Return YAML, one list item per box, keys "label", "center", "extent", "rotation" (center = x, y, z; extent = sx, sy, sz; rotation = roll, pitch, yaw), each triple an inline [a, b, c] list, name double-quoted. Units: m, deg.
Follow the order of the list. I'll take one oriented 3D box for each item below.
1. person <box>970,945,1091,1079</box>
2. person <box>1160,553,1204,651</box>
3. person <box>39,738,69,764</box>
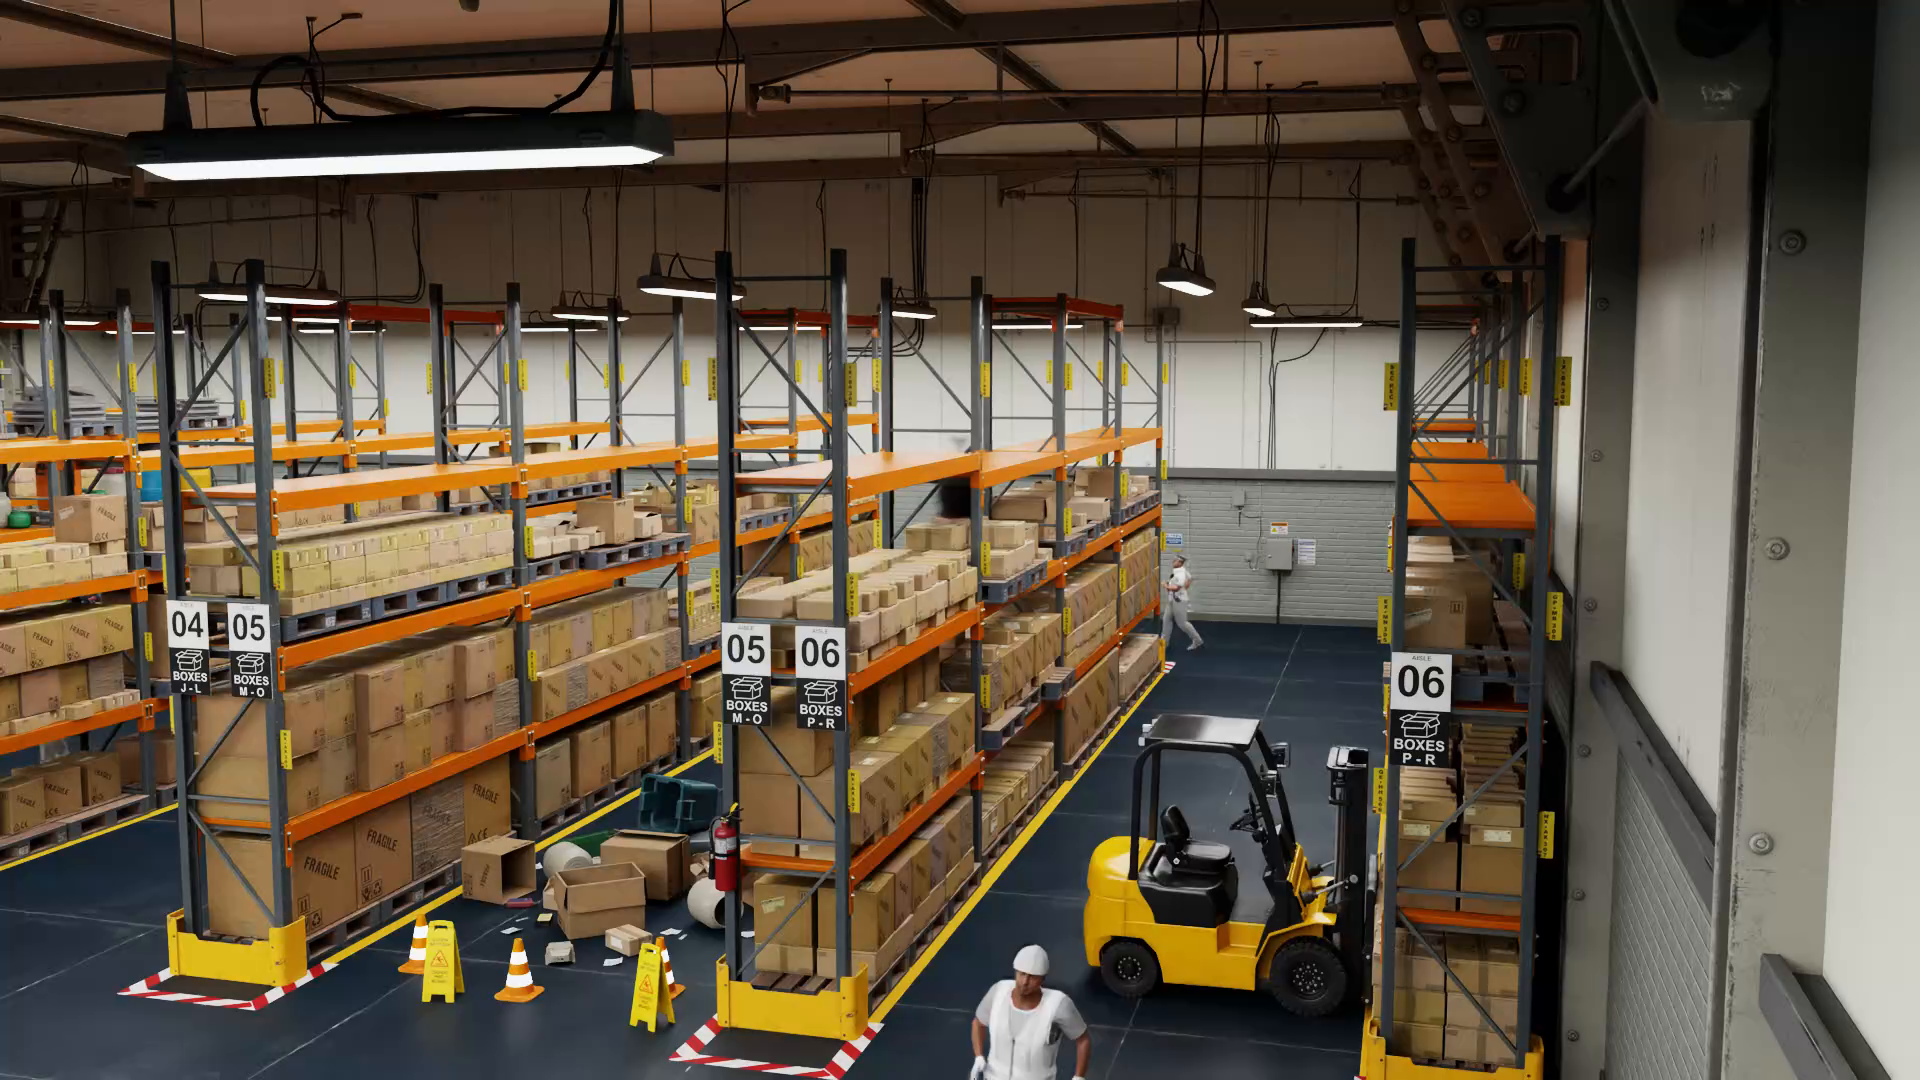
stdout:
- label: "person"
  center: [0.370, 3.225, 9.738]
  extent: [0.724, 1.756, 1.006]
  rotation: [3, 7, 23]
- label: "person"
  center: [3.900, 1.121, 29.789]
  extent: [0.904, 1.804, 0.667]
  rotation: [1, 6, 5]
- label: "person"
  center: [-11.540, 2.068, 20.974]
  extent: [0.647, 1.847, 0.932]
  rotation: [0, 6, 4]
